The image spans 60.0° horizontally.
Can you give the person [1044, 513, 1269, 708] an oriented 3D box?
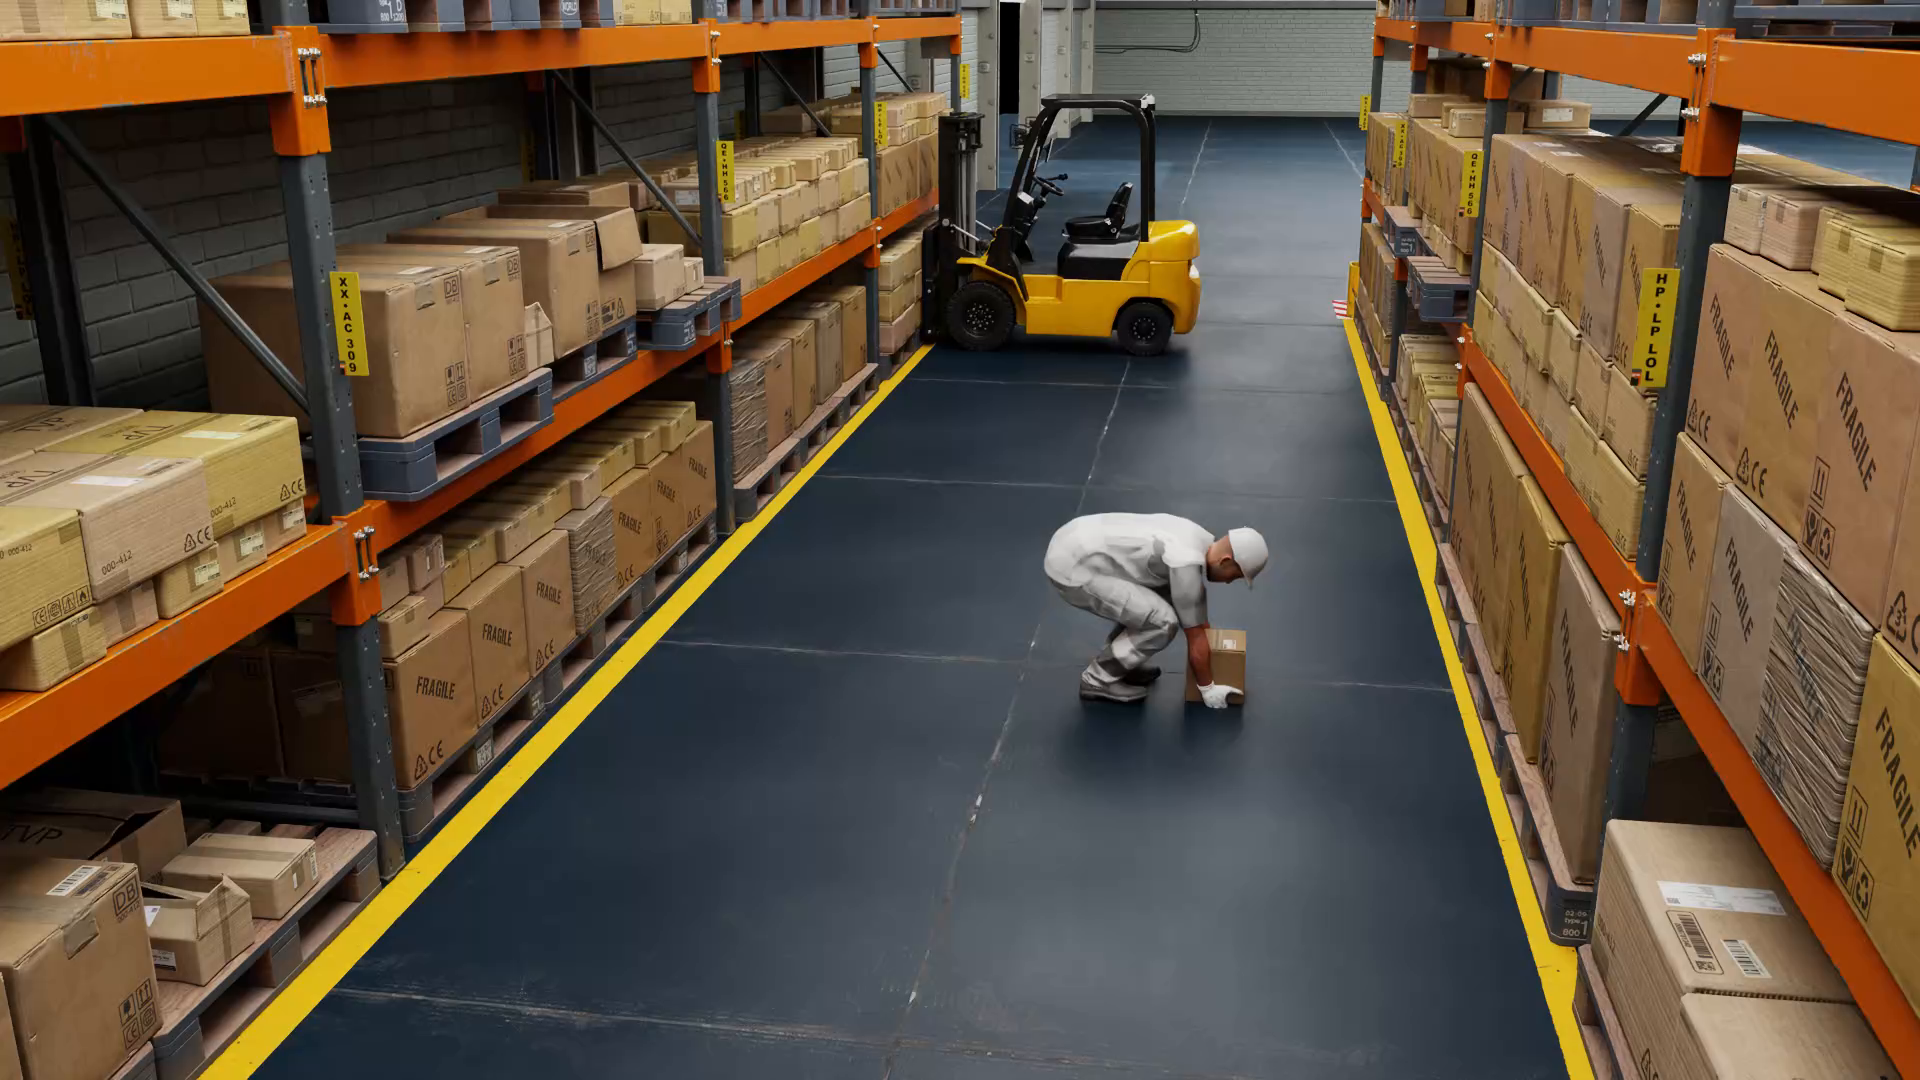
[{"bbox_3d":[0.846,0.295,7.264,0.964,0.820,0.523,2,18,7],"label":"person"}]
